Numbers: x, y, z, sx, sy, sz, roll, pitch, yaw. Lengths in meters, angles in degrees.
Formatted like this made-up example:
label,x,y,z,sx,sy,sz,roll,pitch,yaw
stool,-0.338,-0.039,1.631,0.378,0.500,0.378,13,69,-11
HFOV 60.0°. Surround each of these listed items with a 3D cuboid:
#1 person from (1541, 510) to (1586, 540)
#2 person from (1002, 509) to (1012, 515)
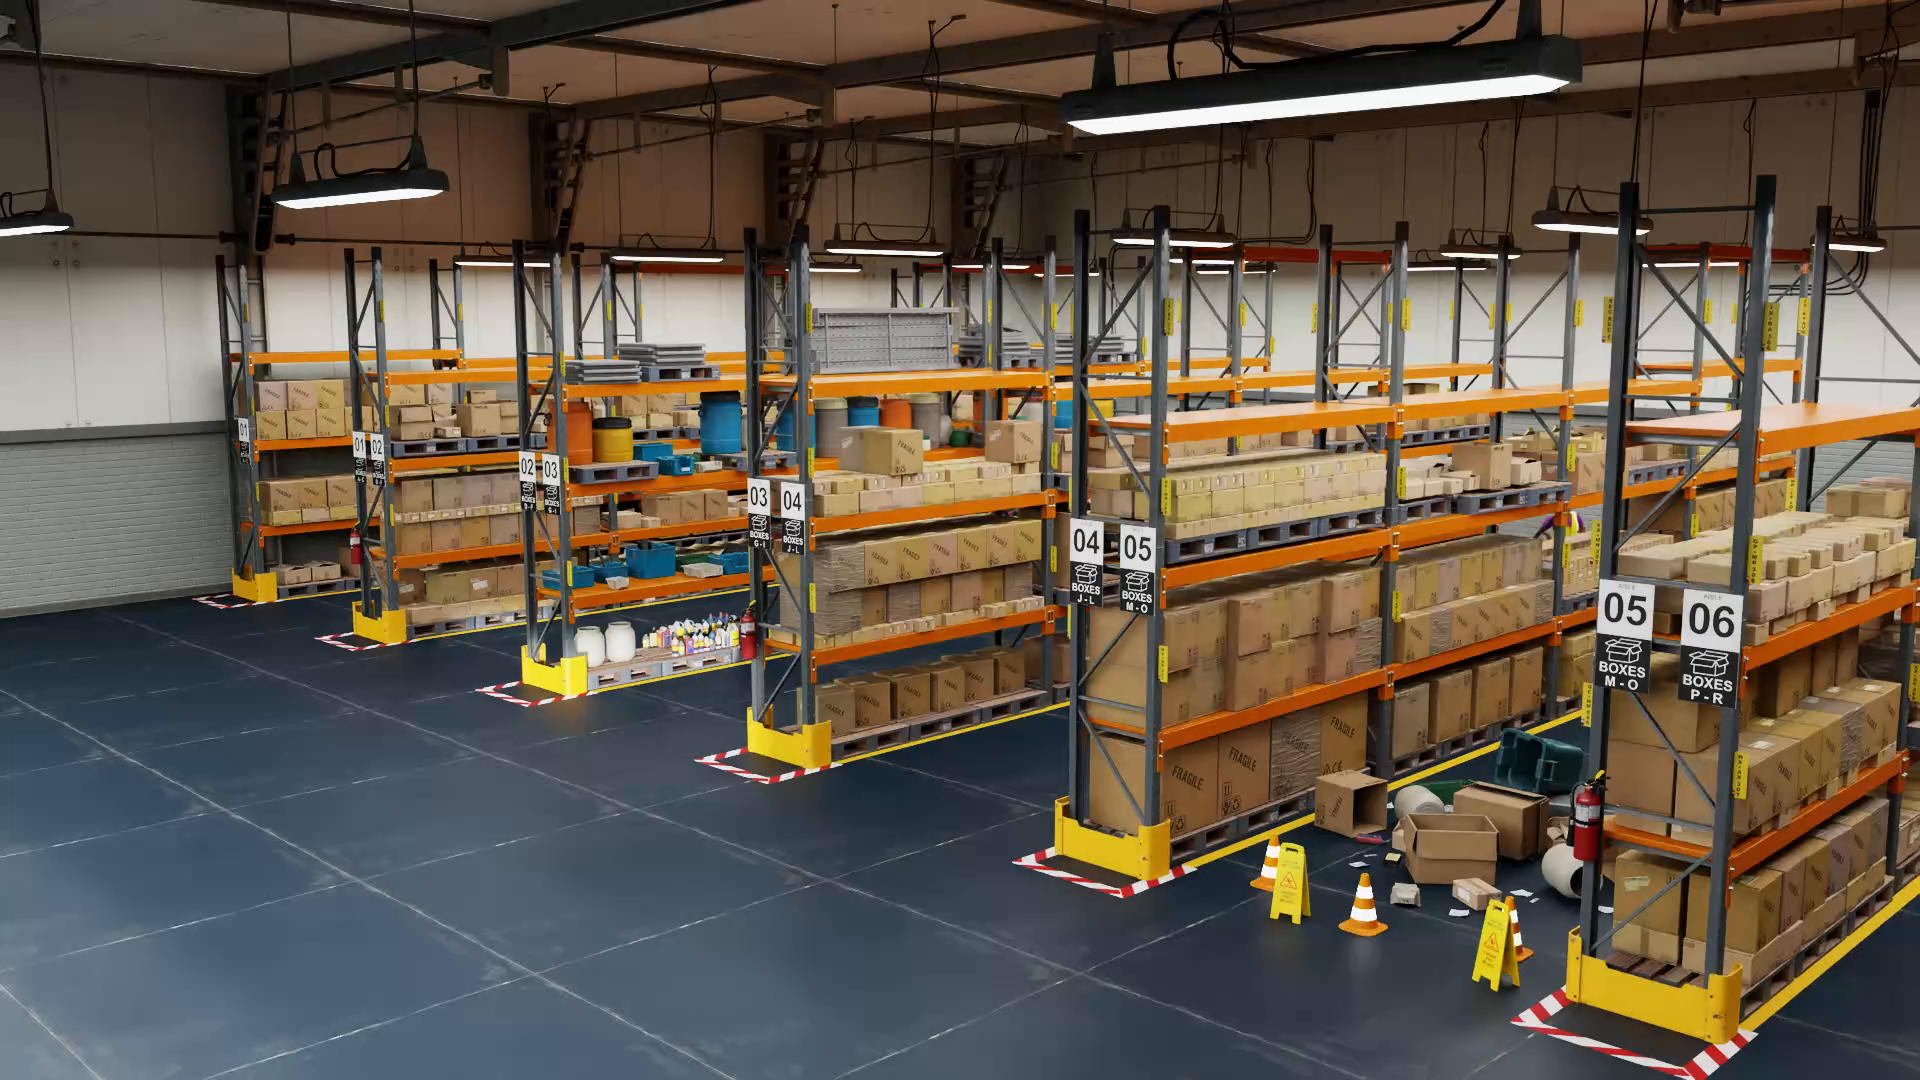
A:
label,x,y,z,sx,sy,sz,roll,pitch,yaw
person,10.813,0.128,29.642,0.702,1.768,0.688,-2,8,-17
person,0.739,-0.313,32.346,0.709,1.657,0.872,6,10,38
